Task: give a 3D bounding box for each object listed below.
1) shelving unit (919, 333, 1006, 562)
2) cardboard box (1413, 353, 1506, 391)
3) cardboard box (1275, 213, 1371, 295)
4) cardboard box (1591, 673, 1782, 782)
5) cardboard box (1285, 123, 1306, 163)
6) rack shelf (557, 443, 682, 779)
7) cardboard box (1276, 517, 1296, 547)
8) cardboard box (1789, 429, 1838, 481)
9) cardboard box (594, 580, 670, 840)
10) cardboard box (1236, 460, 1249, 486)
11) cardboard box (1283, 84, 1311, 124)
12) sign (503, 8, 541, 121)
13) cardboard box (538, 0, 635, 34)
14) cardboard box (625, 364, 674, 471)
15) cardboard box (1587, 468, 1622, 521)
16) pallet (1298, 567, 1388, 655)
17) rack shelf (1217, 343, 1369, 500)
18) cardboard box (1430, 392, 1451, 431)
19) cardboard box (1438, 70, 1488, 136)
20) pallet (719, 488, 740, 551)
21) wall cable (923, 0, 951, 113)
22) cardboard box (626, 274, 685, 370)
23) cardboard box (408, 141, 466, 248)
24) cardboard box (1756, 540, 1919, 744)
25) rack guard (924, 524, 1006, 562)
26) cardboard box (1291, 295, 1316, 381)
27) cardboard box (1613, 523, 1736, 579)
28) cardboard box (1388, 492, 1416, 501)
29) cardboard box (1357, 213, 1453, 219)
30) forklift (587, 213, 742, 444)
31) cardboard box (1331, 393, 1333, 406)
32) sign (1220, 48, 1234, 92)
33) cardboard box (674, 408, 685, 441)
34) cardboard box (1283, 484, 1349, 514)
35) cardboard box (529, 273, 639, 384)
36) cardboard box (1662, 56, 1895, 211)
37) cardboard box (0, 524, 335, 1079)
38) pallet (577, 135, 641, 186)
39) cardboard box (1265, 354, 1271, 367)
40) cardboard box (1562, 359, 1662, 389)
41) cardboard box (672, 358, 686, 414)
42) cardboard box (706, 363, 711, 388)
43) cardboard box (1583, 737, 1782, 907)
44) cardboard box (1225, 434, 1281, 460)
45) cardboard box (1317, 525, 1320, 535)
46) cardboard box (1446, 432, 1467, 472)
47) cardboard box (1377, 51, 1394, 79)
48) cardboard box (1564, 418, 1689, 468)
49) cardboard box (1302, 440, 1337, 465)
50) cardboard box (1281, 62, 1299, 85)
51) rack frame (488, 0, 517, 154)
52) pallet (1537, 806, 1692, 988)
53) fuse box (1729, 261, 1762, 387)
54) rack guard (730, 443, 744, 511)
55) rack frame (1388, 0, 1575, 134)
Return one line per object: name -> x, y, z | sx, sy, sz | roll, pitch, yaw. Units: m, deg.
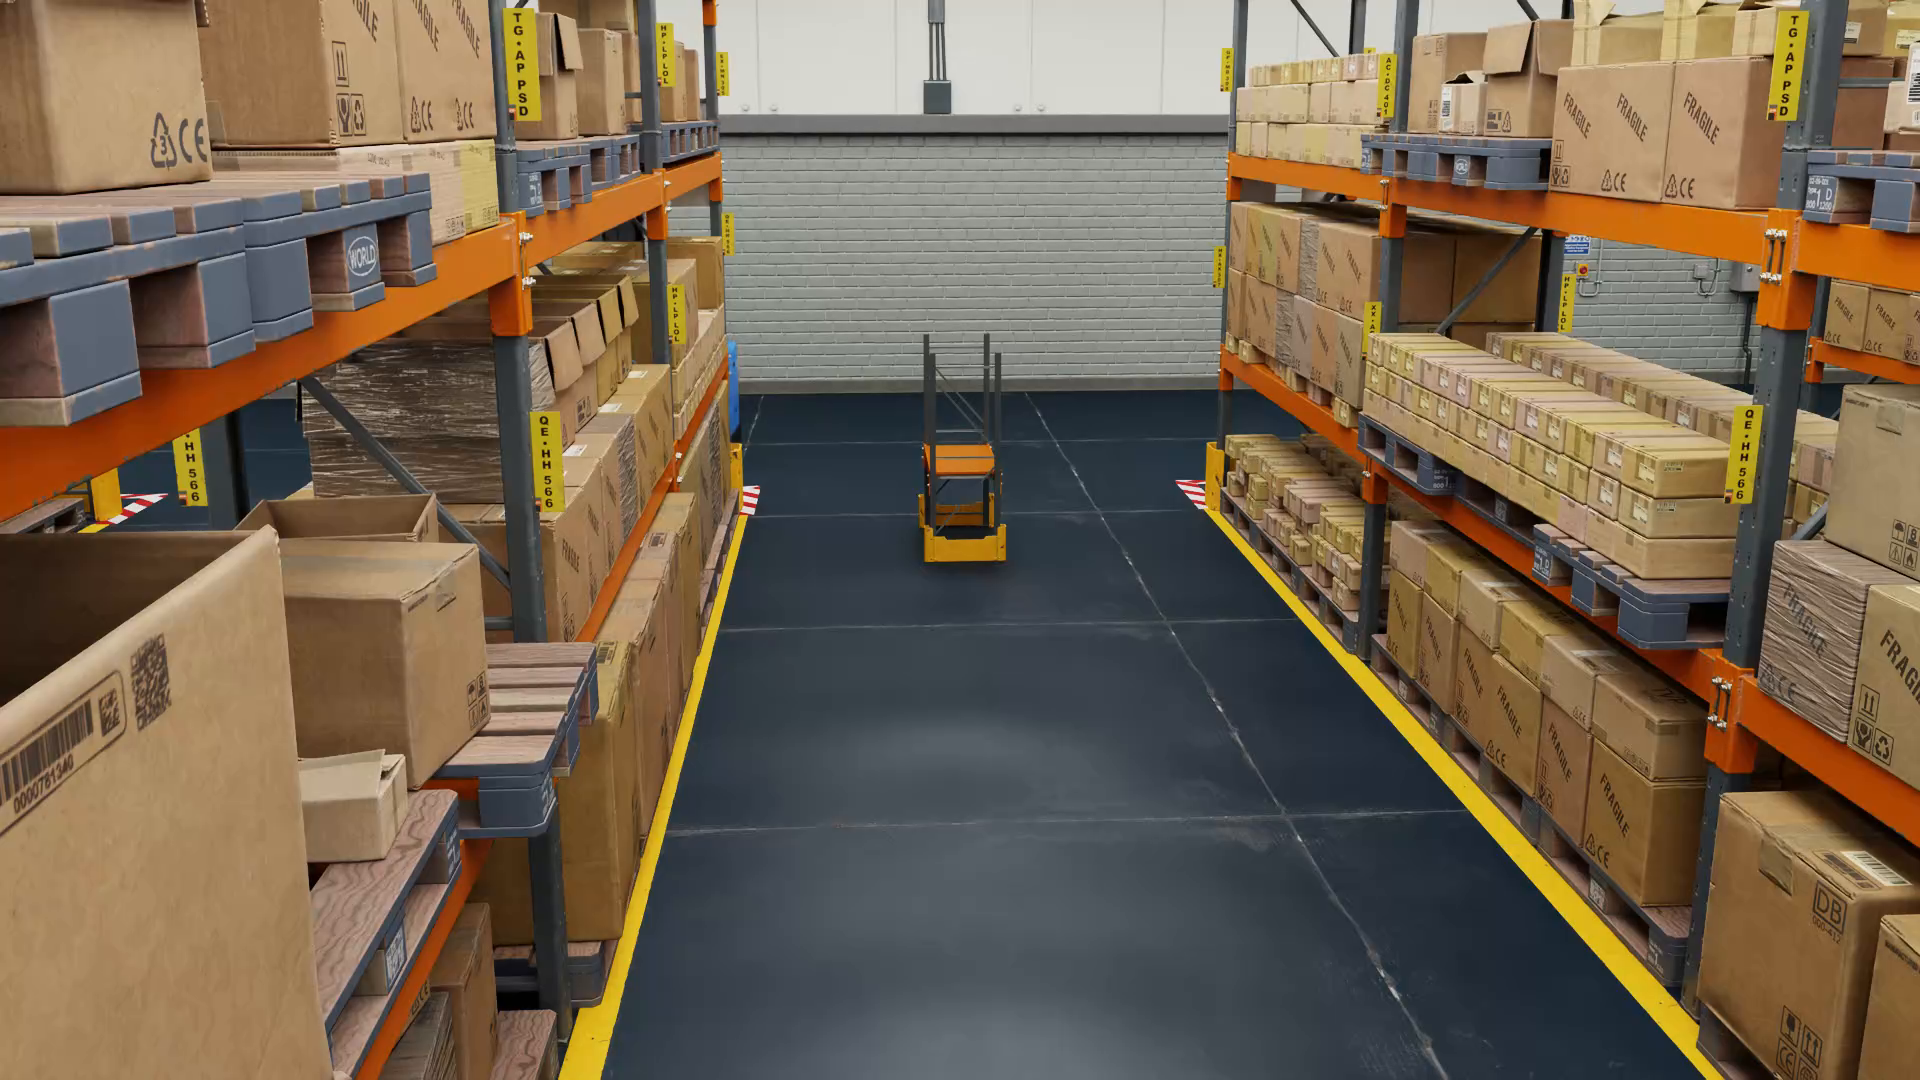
shelving unit -> 0.005, -0.707, 12.266 | 0.587, 1.500, 1.083 | -1, 14, -3
cardboard box -> 2.465, -0.830, 8.201 | 0.380, 0.149, 0.250 | -1, 14, -4
cardboard box -> 2.448, -1.935, 11.221 | 0.500, 0.500, 0.500 | -1, 14, -5
cardboard box -> 2.794, 0.712, 6.407 | 0.500, 0.250, 0.500 | -1, 14, -5
cardboard box -> 2.469, -2.632, 11.019 | 0.500, 0.250, 0.500 | -1, 14, -4
rack shelf -> -1.983, 0.137, 7.419 | 1.077, 0.370, 4.000 | -1, 14, -3
cardboard box -> 2.424, -0.058, 11.612 | 0.380, 0.149, 0.250 | -1, 14, -3
cardboard box -> 3.243, -0.320, 6.219 | 0.380, 0.149, 0.250 | -1, 14, -5
cardboard box -> -1.928, 0.718, 7.139 | 1.225, 0.875, 0.875 | -1, 14, -3
cardboard box -> 2.339, -0.519, 12.805 | 0.380, 0.149, 0.250 | -1, 14, -4
cardboard box -> 2.456, -2.883, 10.989 | 0.500, 0.250, 0.500 | -1, 14, -6
sign -> -1.317, -1.425, 4.989 | 0.100, 0.325, 0.005 | -1, 14, -3
cardboard box -> -2.158, -3.059, 9.628 | 0.500, 0.250, 0.500 | -2, 15, -7
cardboard box -> -1.805, -0.645, 8.815 | 0.500, 0.500, 0.500 | -1, 14, -3
cardboard box -> 2.595, -0.174, 6.246 | 0.380, 0.149, 0.250 | 0, 14, -1
pallet -> 2.773, 0.423, 10.457 | 1.003, 0.211, 1.213 | -1, 14, -3
rack shelf -> 2.726, -0.910, 11.485 | 1.077, 0.370, 4.000 | -1, 14, -3
cardboard box -> 2.486, -0.621, 7.984 | 0.380, 0.149, 0.250 | 0, 14, -1
cardboard box -> 2.695, -2.151, 8.184 | 0.500, 0.311, 0.500 | -1, 14, -4
pallet -> -2.227, -0.156, 12.708 | 1.003, 0.211, 1.213 | -1, 14, -3
wall cable -> 0.735, -7.627, 17.653 | 2.277, 5.999, 0.120 | -1, 14, -3
cardboard box -> -1.881, -1.267, 9.629 | 0.500, 0.500, 0.500 | -1, 14, -3
cardboard box -> -1.540, -0.857, 4.118 | 0.500, 0.250, 0.500 | -1, 14, -4
cardboard box -> 2.856, 0.302, 5.134 | 0.500, 0.500, 0.500 | -1, 14, -3
rack guard -> 0.036, 0.022, 11.940 | 0.587, 0.250, 0.087 | -1, 14, -3
cardboard box -> 2.478, -1.322, 10.847 | 0.500, 0.500, 0.500 | -1, 14, -4
cardboard box -> 2.609, 0.037, 6.024 | 0.380, 0.149, 0.250 | -1, 14, -3
cardboard box -> 3.040, -0.221, 11.050 | 0.380, 0.149, 0.250 | -1, 14, -2
cardboard box -> 2.987, -1.935, 11.225 | 0.500, 0.500, 0.500 | -1, 14, -5
forklift -> -3.555, -2.107, 14.833 | 3.031, 2.935, 1.130 | 0, 14, -2
cardboard box -> 2.570, -0.901, 10.514 | 0.380, 0.149, 0.250 | -1, 14, -5
sign -> 2.061, -3.623, 12.814 | 0.100, 0.325, 0.005 | -1, 14, -3
cardboard box -> -1.793, -0.666, 9.600 | 0.380, 0.149, 0.250 | -1, 14, -3
cardboard box -> 2.414, -0.279, 11.276 | 0.380, 0.149, 0.250 | -1, 14, -5
cardboard box -> -2.059, -1.085, 8.508 | 0.797, 0.503, 0.637 | -1, 14, -5
cardboard box -> 2.809, -1.405, 5.747 | 0.500, 0.500, 0.500 | -1, 14, -3
cardboard box -> -1.520, 0.587, 2.179 | 1.000, 1.000, 1.000 | -1, 14, -3
pallet -> -2.001, -1.842, 8.030 | 0.805, 0.209, 1.217 | -1, 15, -6
cardboard box -> 2.468, -1.355, 12.278 | 0.380, 0.149, 0.250 | 0, 14, -1
cardboard box -> 3.130, -0.776, 7.990 | 0.380, 0.149, 0.250 | -1, 14, -5
cardboard box -> -1.874, -0.901, 9.714 | 0.500, 0.250, 0.500 | -1, 14, -4
cardboard box -> -1.909, -1.119, 11.358 | 0.380, 0.149, 0.250 | -1, 14, -2
cardboard box -> 2.796, 1.082, 6.476 | 0.500, 0.500, 0.500 | -1, 14, -4
cardboard box -> 2.296, -0.731, 13.031 | 0.380, 0.149, 0.250 | -2, 15, -6
cardboard box -> 2.532, 0.002, 10.781 | 0.380, 0.149, 0.250 | -1, 14, -3
cardboard box -> 2.502, -0.413, 7.771 | 0.380, 0.149, 0.250 | -1, 14, -4
cardboard box -> 2.558, -2.649, 9.282 | 0.380, 0.149, 0.250 | -2, 15, -6
cardboard box -> 2.580, -0.378, 6.443 | 0.380, 0.149, 0.250 | 0, 14, -2
cardboard box -> 2.846, -0.675, 12.815 | 0.380, 0.149, 0.250 | -1, 14, -2
cardboard box -> 2.394, -3.164, 11.283 | 0.380, 0.149, 0.250 | 0, 14, -2
rack frame -> -1.859, -2.620, 4.649 | 1.000, 3.000, 0.127 | -1, 14, -3
pallet -> 3.051, 1.390, 6.699 | 1.003, 0.211, 1.213 | -1, 14, -3
fuse box -> 9.270, -2.631, 19.318 | 0.539, 1.711, 0.414 | -1, 14, -3
rack guard -> -2.356, -0.499, 13.464 | 1.175, 0.500, 0.348 | -1, 14, -3
rack frame -> 2.850, -3.666, 8.715 | 1.000, 3.000, 0.127 | -1, 14, -3
